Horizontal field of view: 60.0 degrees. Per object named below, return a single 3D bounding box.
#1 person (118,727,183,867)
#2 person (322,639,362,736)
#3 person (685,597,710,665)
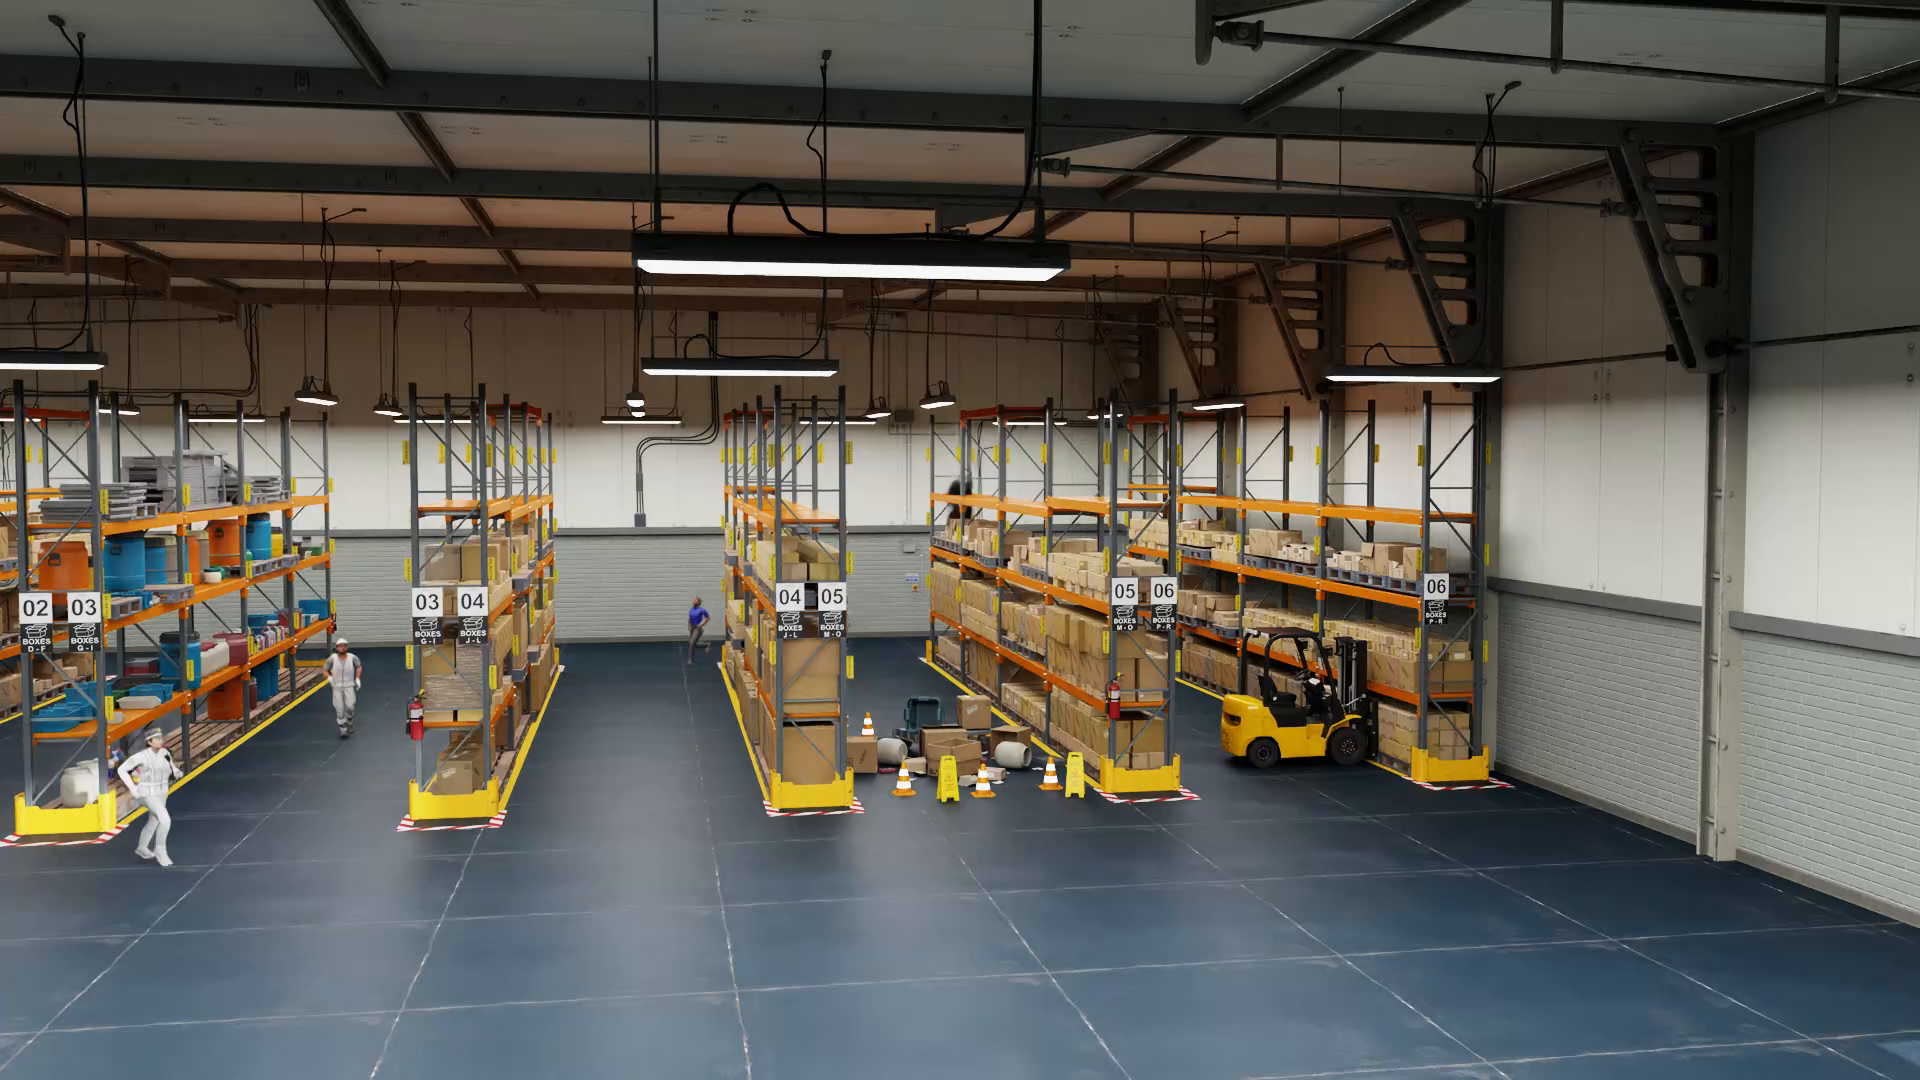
[{"bbox_3d":[-9.857,3.135,20.252,0.795,1.714,0.592,1,3,18],"label":"person"},{"bbox_3d":[-10.962,2.624,29.519,0.659,1.743,0.578,-1,3,-21],"label":"person"},{"bbox_3d":[-6.324,2.187,40.158,0.561,1.634,0.901,2,4,39],"label":"person"}]
